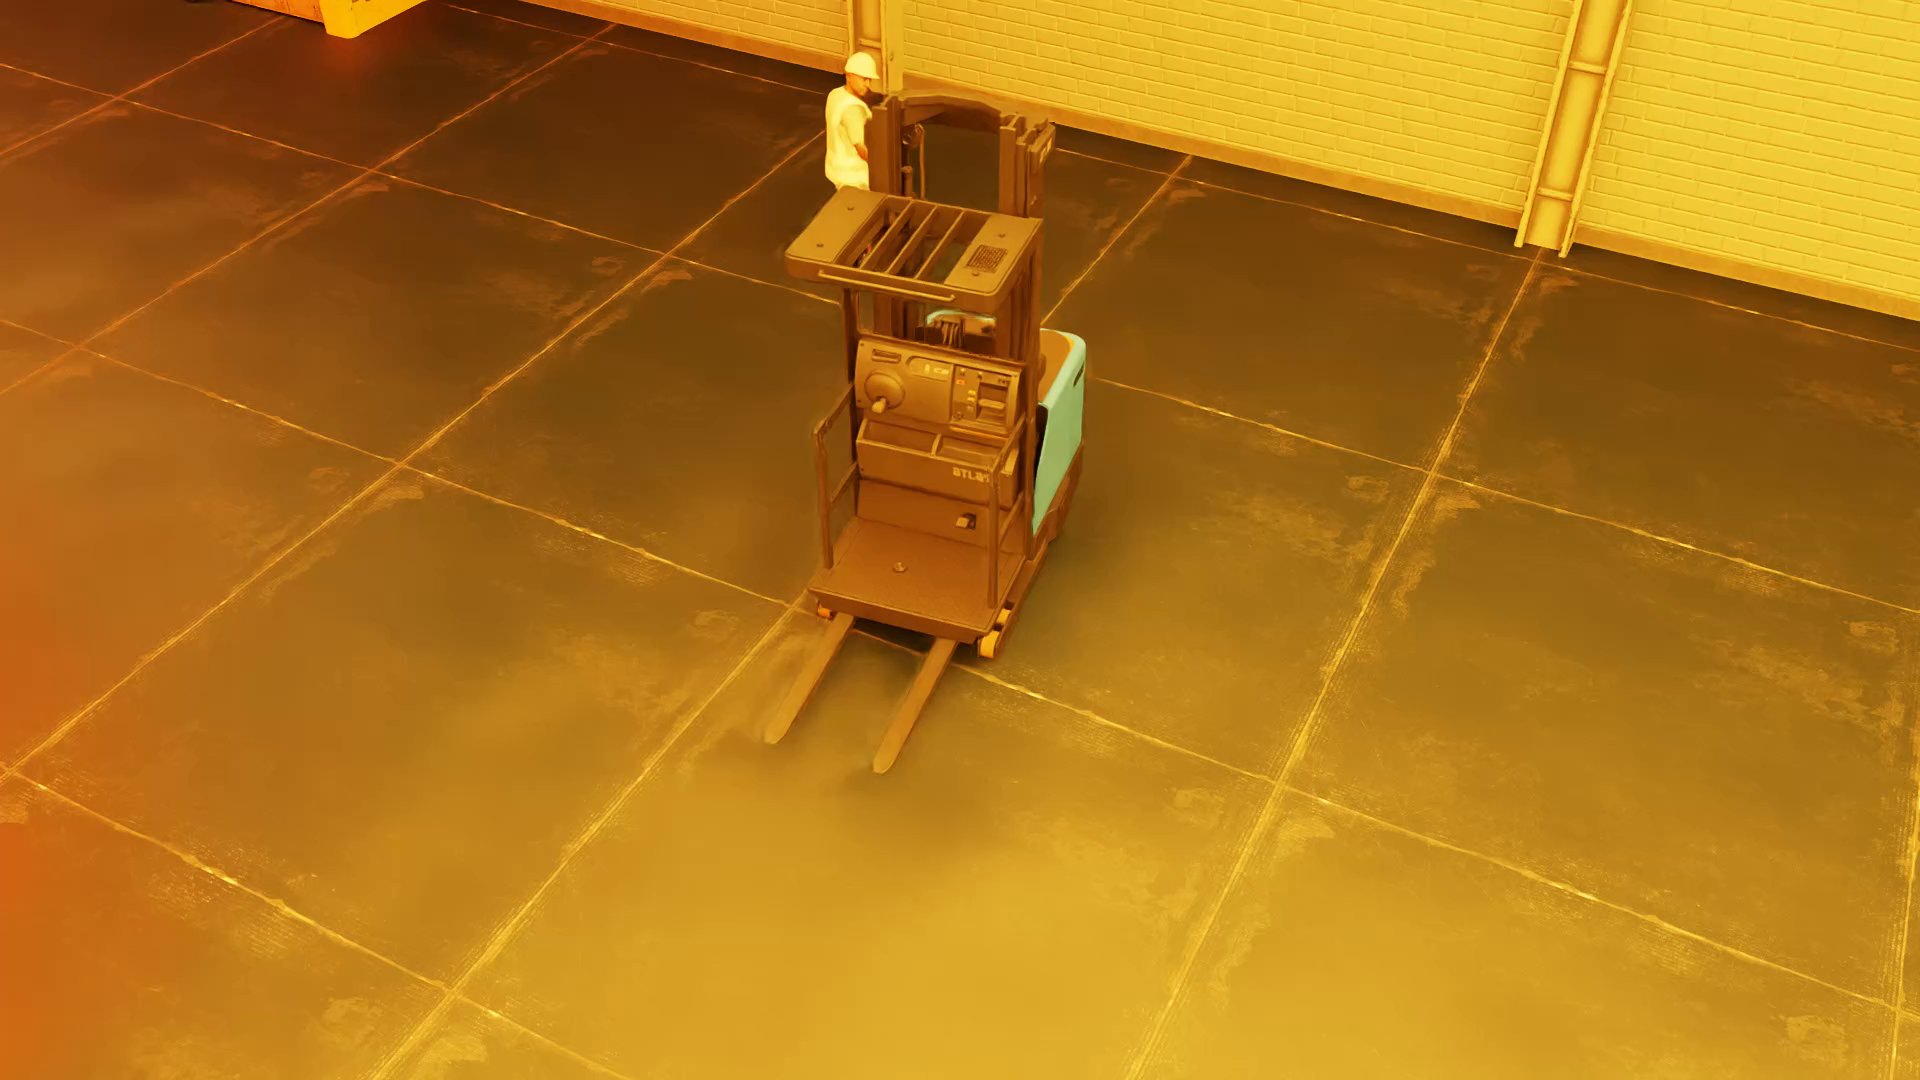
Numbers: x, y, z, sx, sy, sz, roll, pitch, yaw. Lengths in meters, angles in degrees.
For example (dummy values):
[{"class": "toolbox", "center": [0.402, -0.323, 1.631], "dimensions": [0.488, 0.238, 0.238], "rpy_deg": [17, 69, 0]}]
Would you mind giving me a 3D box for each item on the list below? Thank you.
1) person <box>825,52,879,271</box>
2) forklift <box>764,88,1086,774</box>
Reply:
[{"class": "person", "center": [-0.725, -2.723, 12.176], "dimensions": [0.533, 1.724, 0.795], "rpy_deg": [-18, 43, -20]}, {"class": "forklift", "center": [-0.197, -0.747, 8.874], "dimensions": [1.130, 2.935, 3.031], "rpy_deg": [13, 42, 15]}]
